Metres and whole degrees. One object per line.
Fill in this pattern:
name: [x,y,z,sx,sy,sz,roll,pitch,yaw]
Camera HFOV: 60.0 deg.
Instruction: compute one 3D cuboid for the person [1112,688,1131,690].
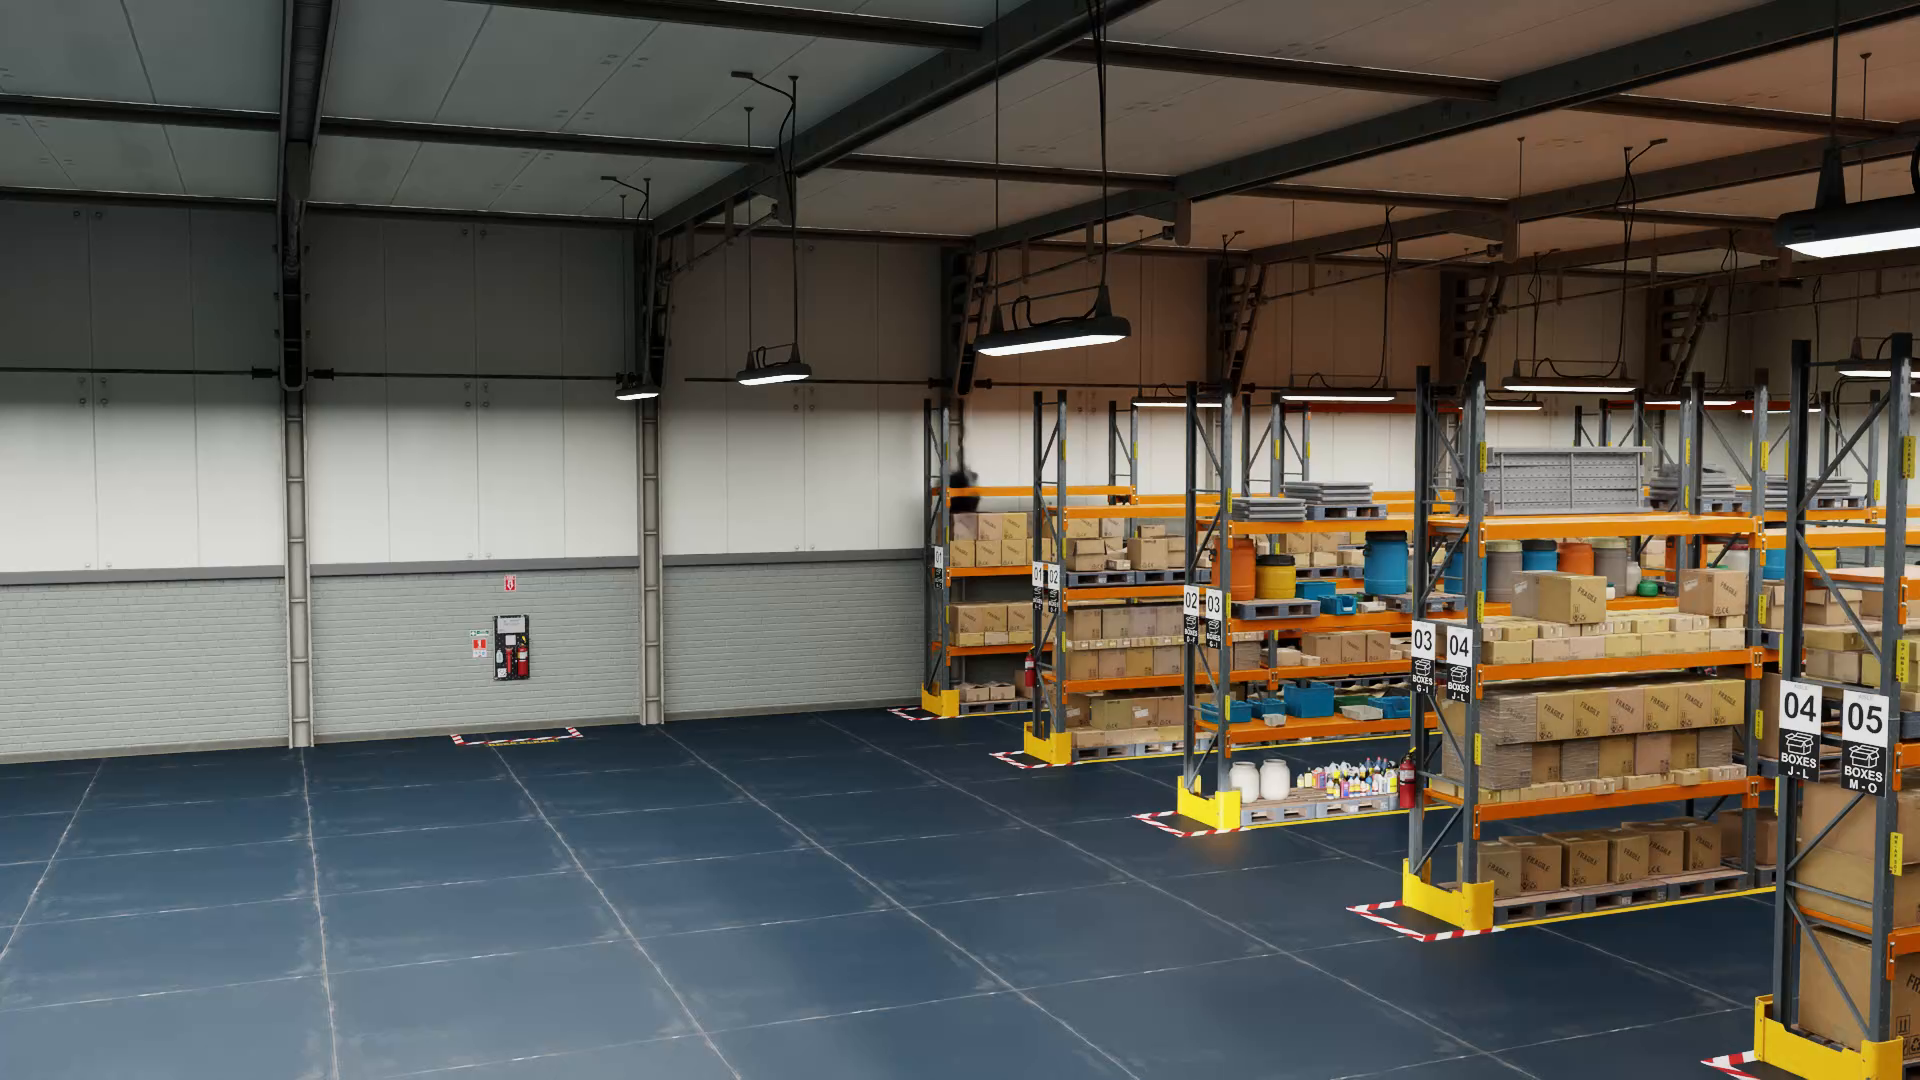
person: [2.893,2.312,29.363,0.809,1.707,0.645,-2,4,-30]
